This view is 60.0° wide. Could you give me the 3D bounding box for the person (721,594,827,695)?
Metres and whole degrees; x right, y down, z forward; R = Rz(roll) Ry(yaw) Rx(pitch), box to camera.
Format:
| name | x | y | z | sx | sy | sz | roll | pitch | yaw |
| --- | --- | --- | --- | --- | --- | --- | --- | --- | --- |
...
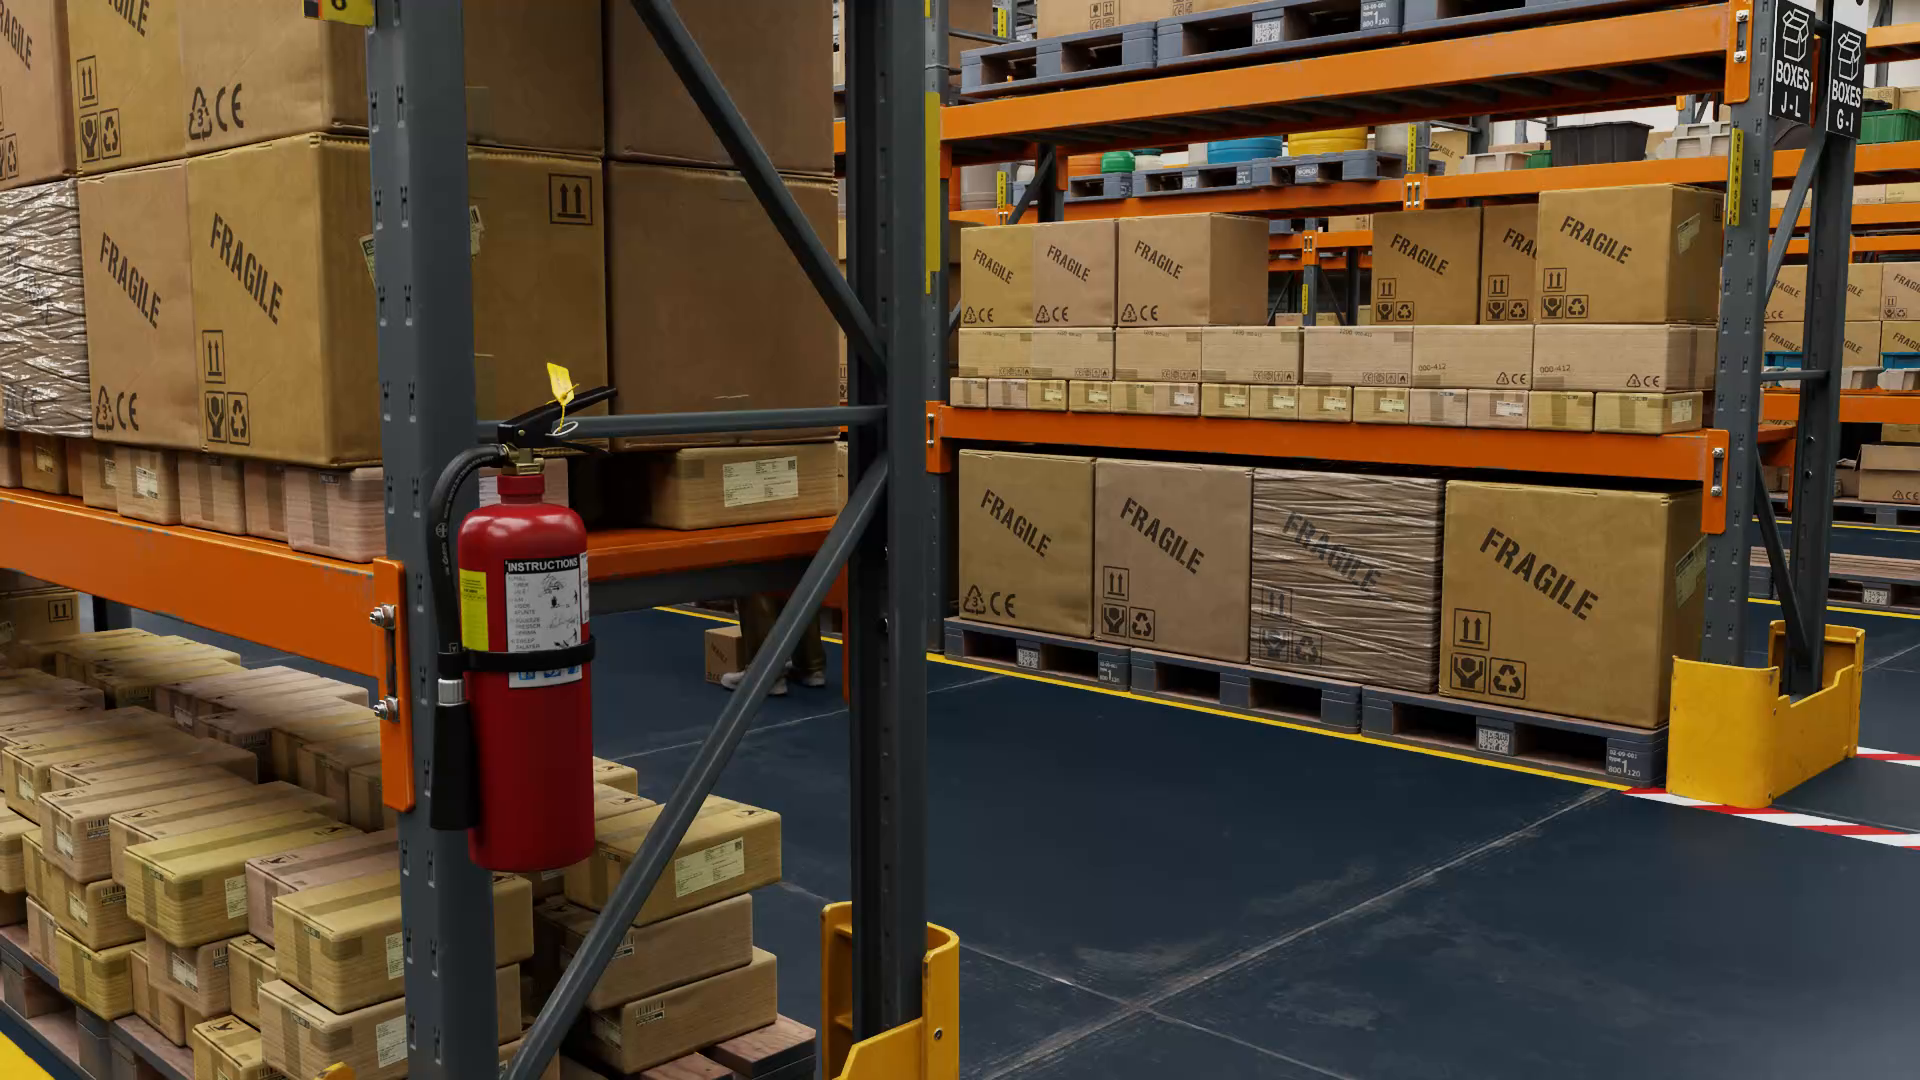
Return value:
| name | x | y | z | sx | sy | sz | roll | pitch | yaw |
| --- | --- | --- | --- | --- | --- | --- | --- | --- | --- |
| person | -0.878 | -0.176 | 7.771 | 0.429 | 1.772 | 0.648 | 6 | 9 | 40 |
